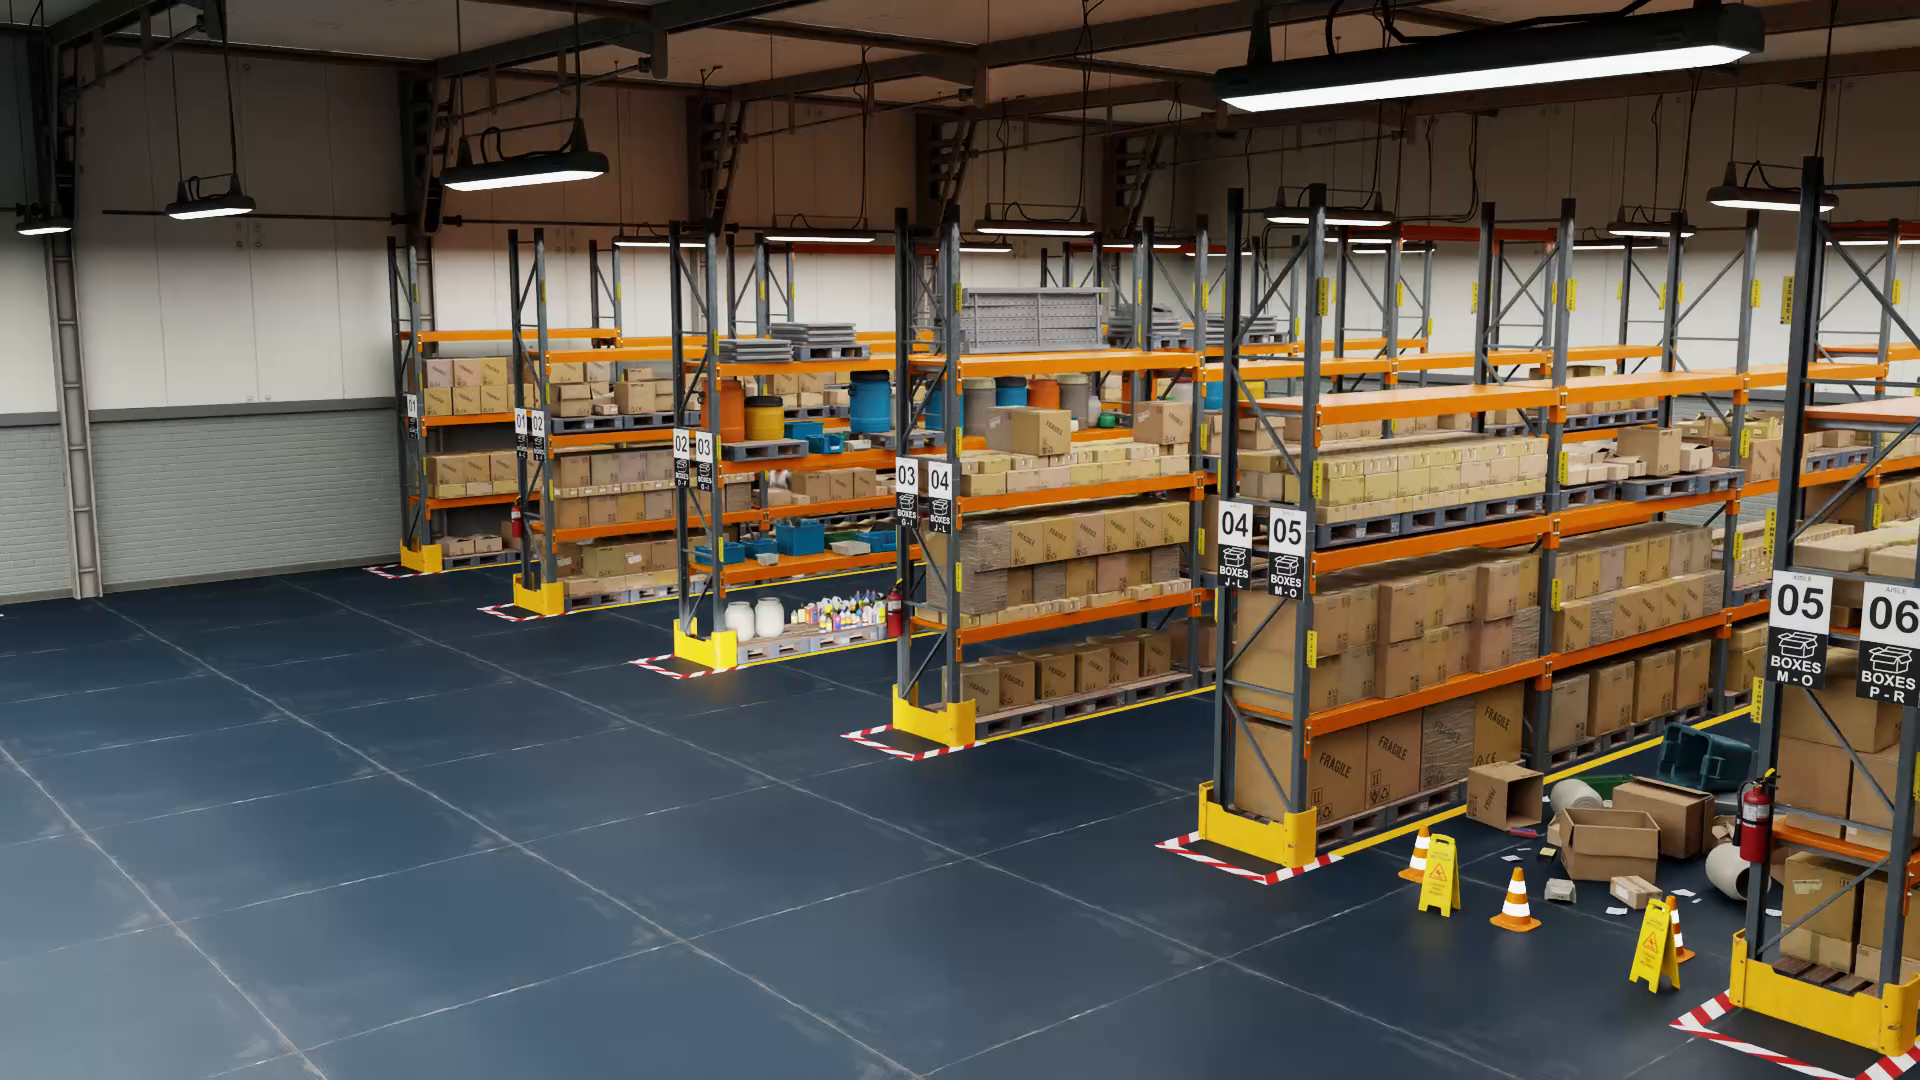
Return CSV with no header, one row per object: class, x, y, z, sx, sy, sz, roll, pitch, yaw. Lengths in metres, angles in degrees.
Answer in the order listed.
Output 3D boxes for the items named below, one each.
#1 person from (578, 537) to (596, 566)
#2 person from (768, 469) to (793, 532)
person,-6.724,-0.251,29.722,0.524,1.779,0.669,1,9,6
person,-3.604,-0.808,33.127,0.467,1.632,0.860,8,12,43
